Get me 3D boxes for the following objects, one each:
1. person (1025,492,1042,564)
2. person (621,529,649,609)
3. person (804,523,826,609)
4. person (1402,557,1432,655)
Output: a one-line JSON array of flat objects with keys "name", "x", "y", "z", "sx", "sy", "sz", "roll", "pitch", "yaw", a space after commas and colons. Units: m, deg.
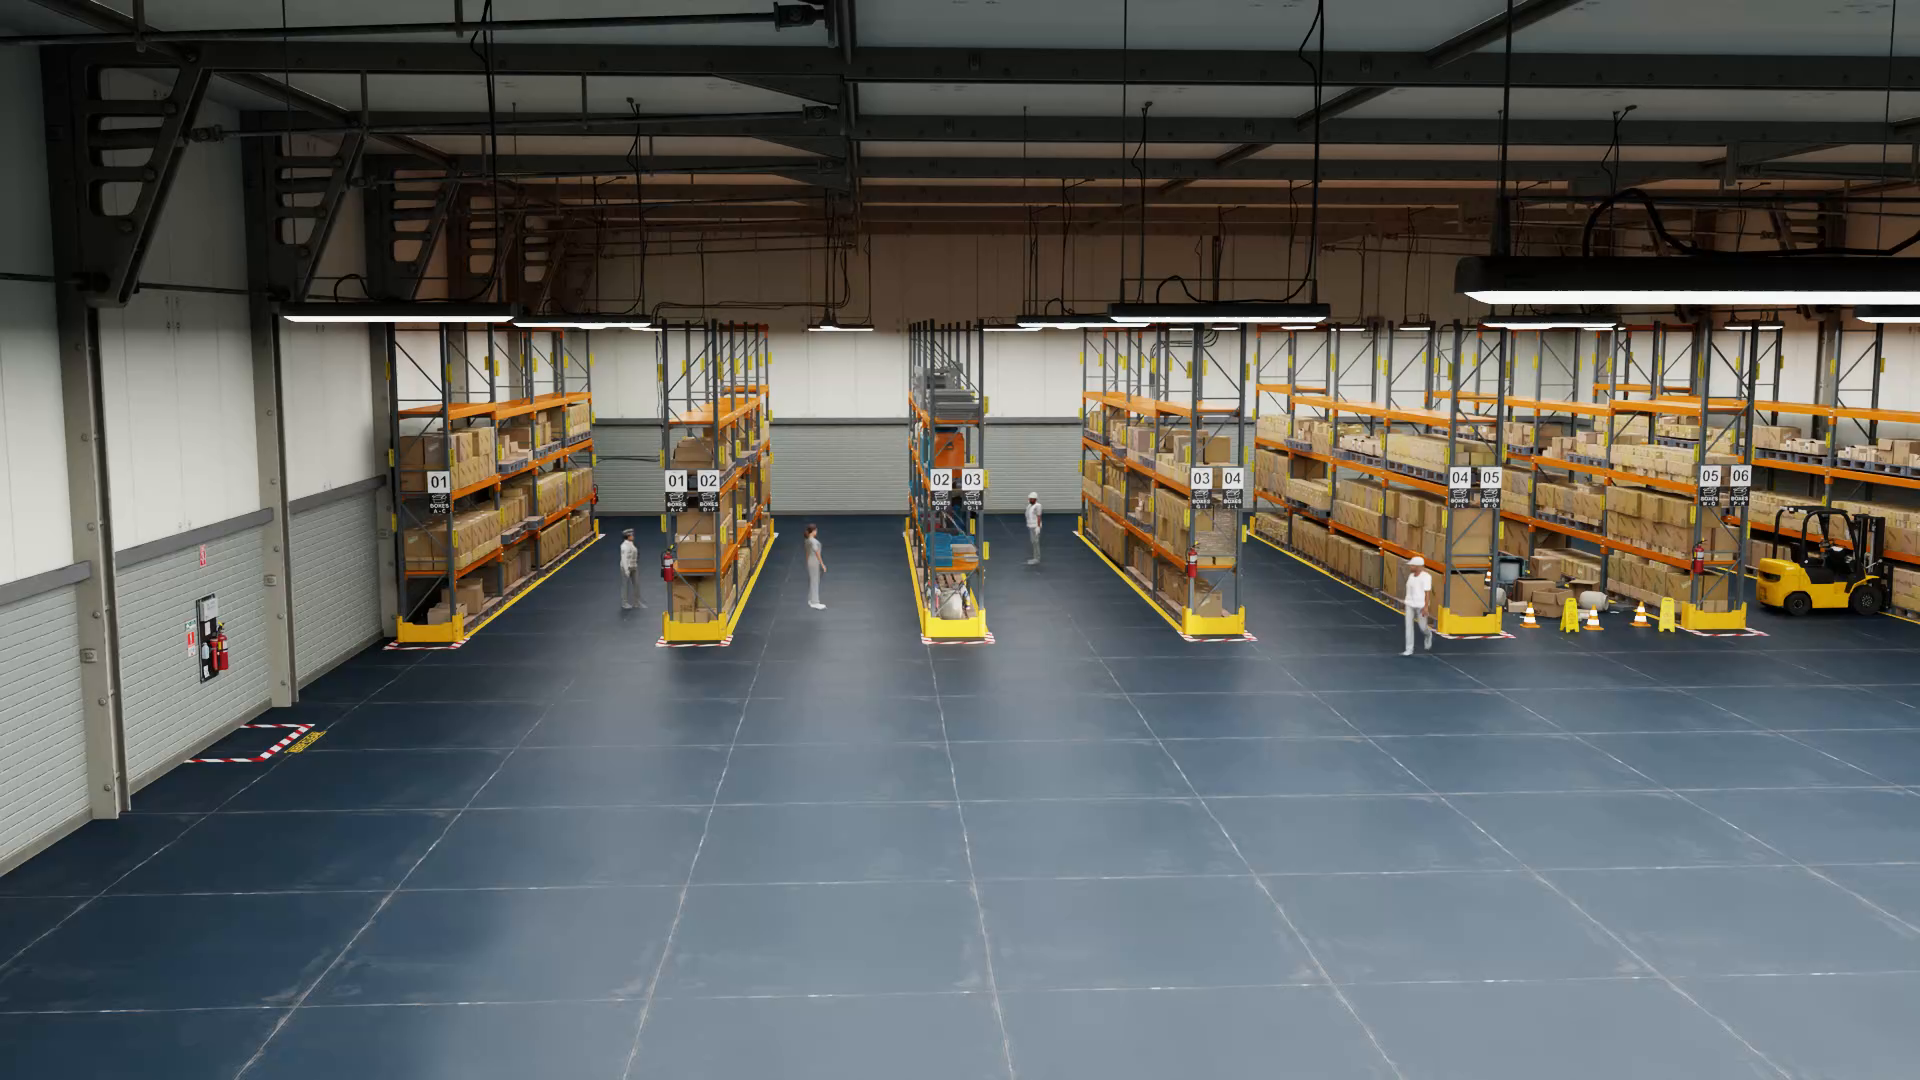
[{"name": "person", "x": 1.815, "y": -0.305, "z": 41.554, "sx": 0.398, "sy": 1.786, "sz": 0.648, "roll": -3, "pitch": 8, "yaw": -20}, {"name": "person", "x": -6.888, "y": 0.611, "z": 34.789, "sx": 0.565, "sy": 1.679, "sz": 0.487, "roll": 4, "pitch": 8, "yaw": 32}, {"name": "person", "x": -2.881, "y": 0.528, "z": 33.128, "sx": 0.451, "sy": 1.734, "sz": 0.525, "roll": 0, "pitch": 7, "yaw": -3}, {"name": "person", "x": 8.220, "y": 1.171, "z": 29.802, "sx": 0.497, "sy": 1.755, "sz": 0.792, "roll": 4, "pitch": 8, "yaw": 32}]
